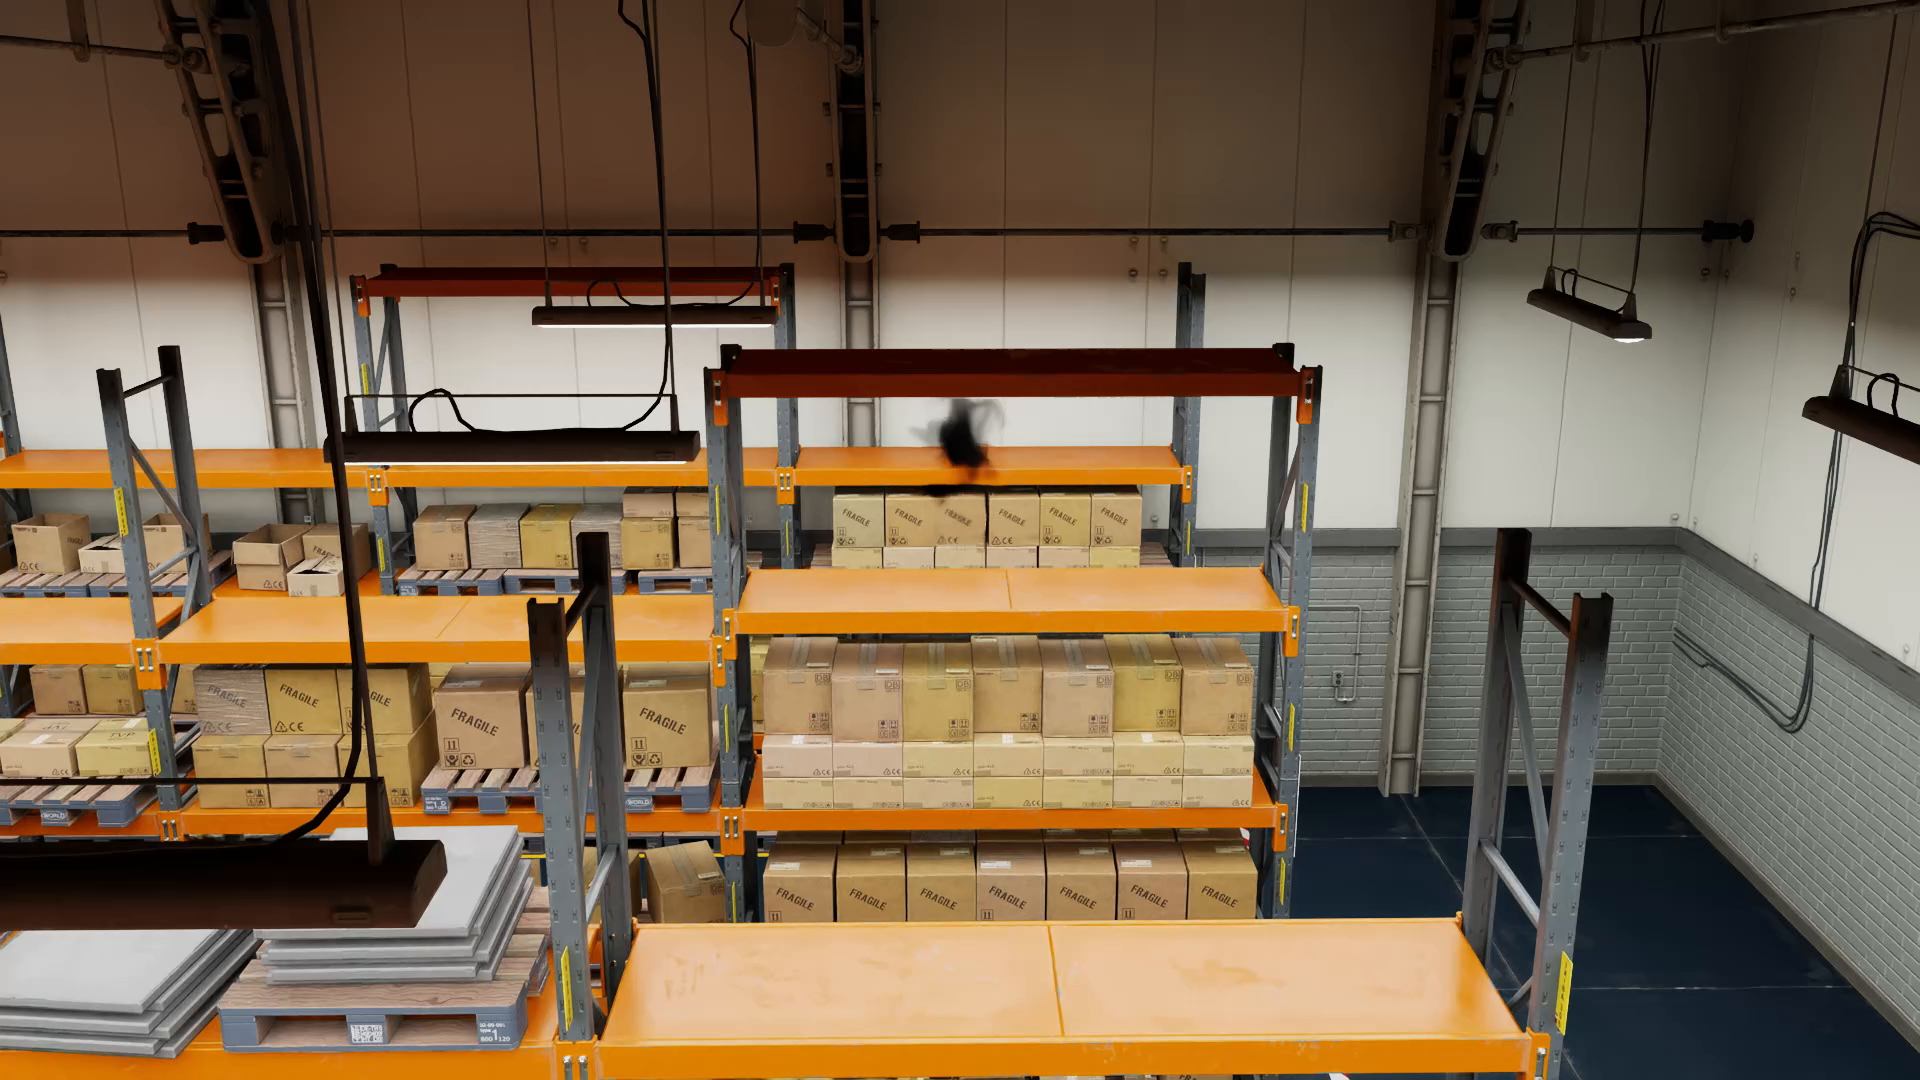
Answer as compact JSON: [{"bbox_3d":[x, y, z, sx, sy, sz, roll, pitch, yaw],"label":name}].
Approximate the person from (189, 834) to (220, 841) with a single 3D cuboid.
[{"bbox_3d":[-6.454,3.230,14.494,0.752,1.714,0.594,1,16,3],"label":"person"}]
